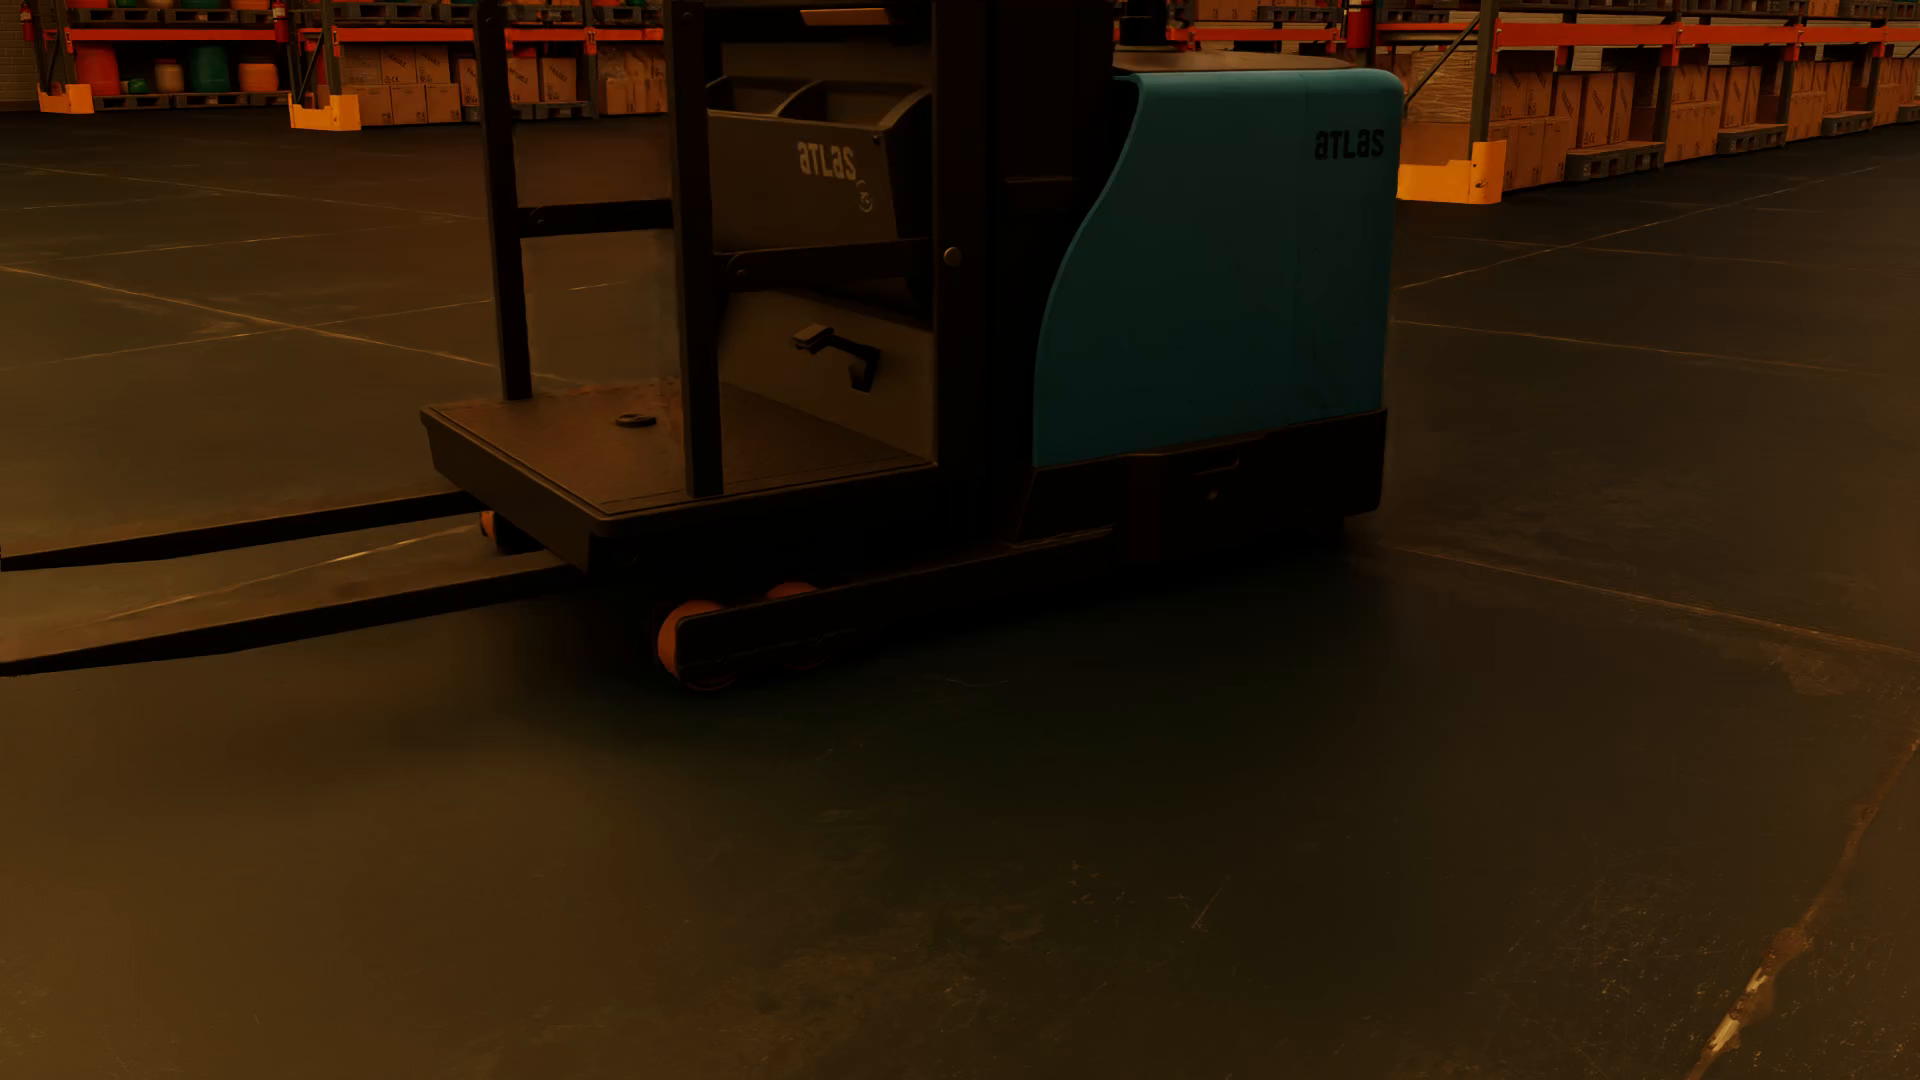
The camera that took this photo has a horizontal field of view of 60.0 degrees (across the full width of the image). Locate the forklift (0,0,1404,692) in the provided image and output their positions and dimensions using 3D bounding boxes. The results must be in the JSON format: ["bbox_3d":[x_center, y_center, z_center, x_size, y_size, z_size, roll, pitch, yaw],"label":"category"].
[{"bbox_3d":[-0.507,-1.300,3.180,3.031,2.935,1.130,-11,20,-32],"label":"forklift"}]
